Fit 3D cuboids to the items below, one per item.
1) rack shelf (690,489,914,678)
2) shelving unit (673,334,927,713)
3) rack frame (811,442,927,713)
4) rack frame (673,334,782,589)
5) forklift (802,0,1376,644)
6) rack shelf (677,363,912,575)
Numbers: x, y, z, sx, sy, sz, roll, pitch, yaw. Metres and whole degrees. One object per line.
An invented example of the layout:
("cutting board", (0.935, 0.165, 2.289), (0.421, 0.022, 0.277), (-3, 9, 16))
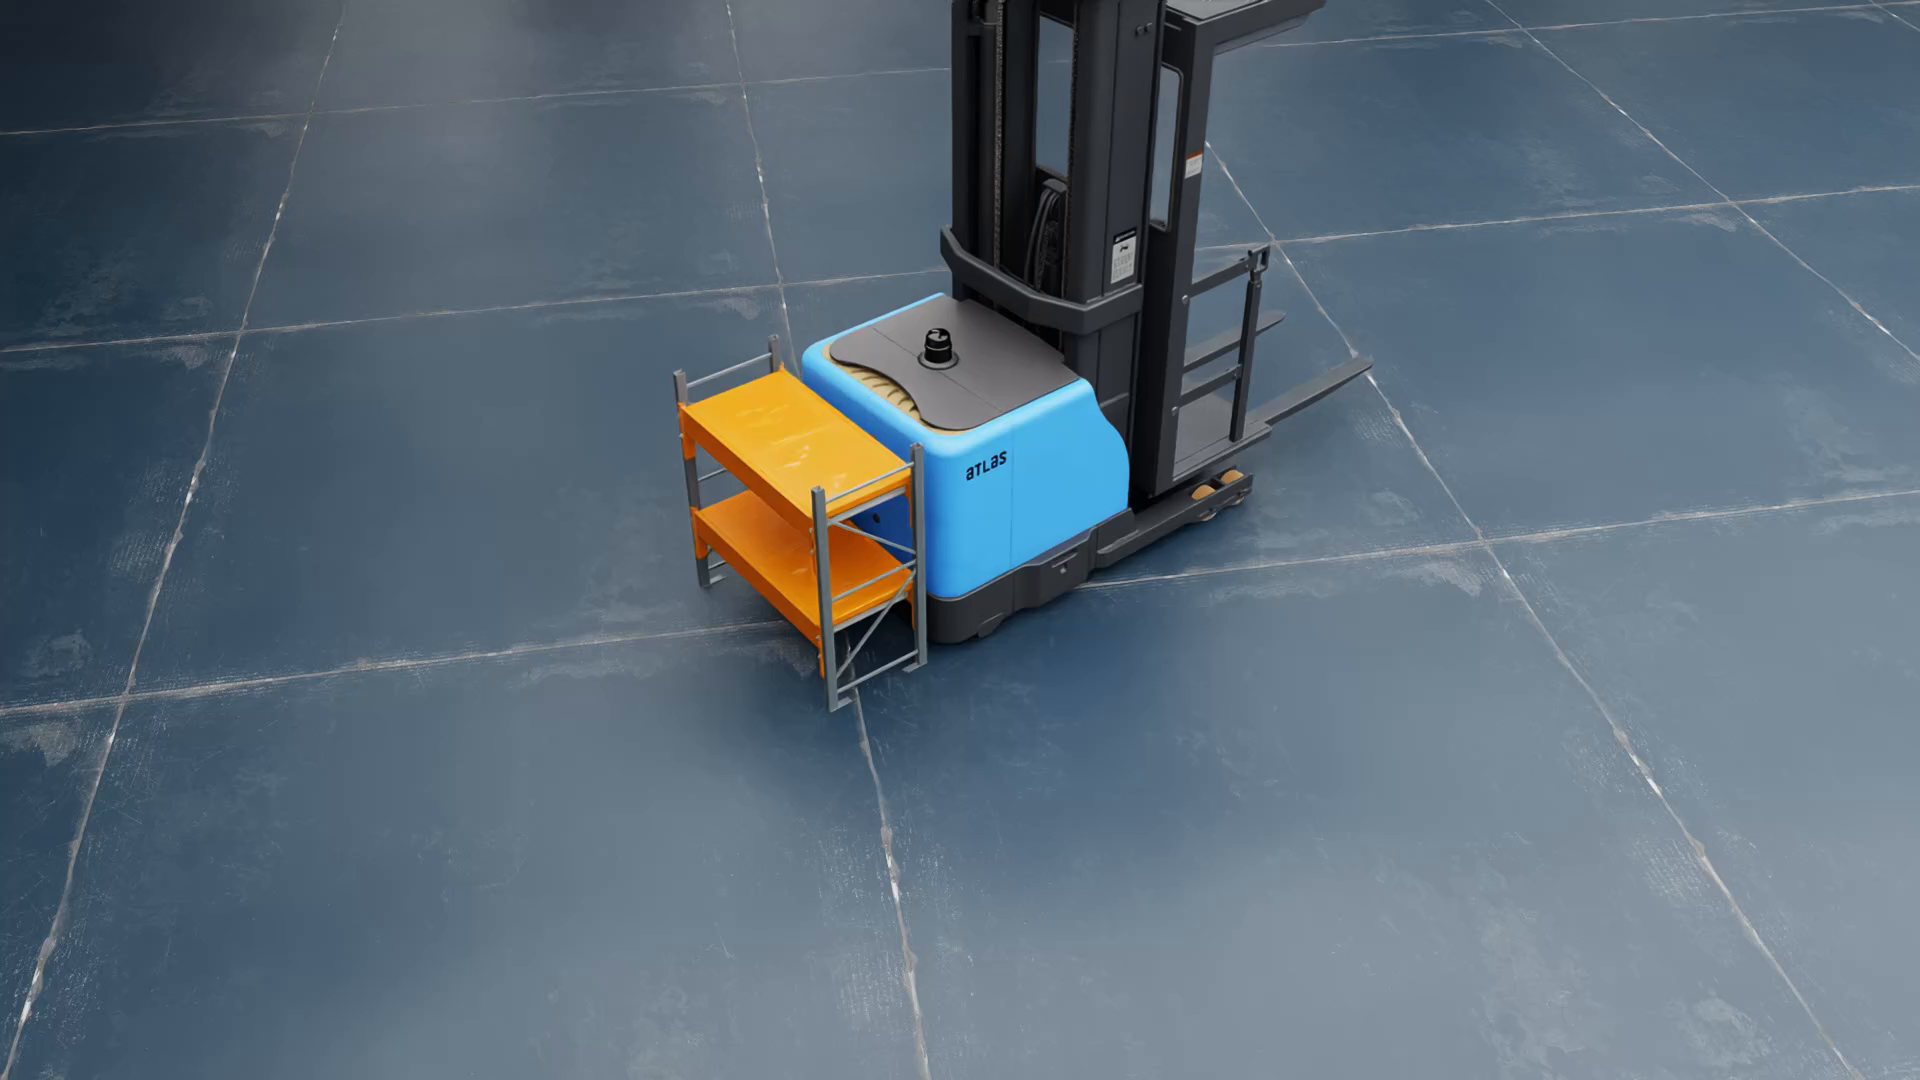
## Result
("rack shelf", (-0.658, 0.113, 7.086), (0.538, 0.278, 1.000), (-25, 44, -29))
("shelving unit", (-0.658, -0.080, 6.936), (0.538, 1.125, 1.048), (-25, 44, -29))
("rack frame", (-0.347, 0.166, 6.619), (0.500, 1.125, 0.032), (-25, 44, -29))
("rack frame", (-0.969, -0.327, 7.254), (0.500, 1.125, 0.032), (-25, 44, -29))
("forklift", (0.769, -1.473, 7.257), (3.031, 2.935, 1.130), (-27, 45, -30))
("rack shelf", (-0.658, -0.311, 6.757), (0.538, 0.278, 1.000), (-25, 44, -29))
